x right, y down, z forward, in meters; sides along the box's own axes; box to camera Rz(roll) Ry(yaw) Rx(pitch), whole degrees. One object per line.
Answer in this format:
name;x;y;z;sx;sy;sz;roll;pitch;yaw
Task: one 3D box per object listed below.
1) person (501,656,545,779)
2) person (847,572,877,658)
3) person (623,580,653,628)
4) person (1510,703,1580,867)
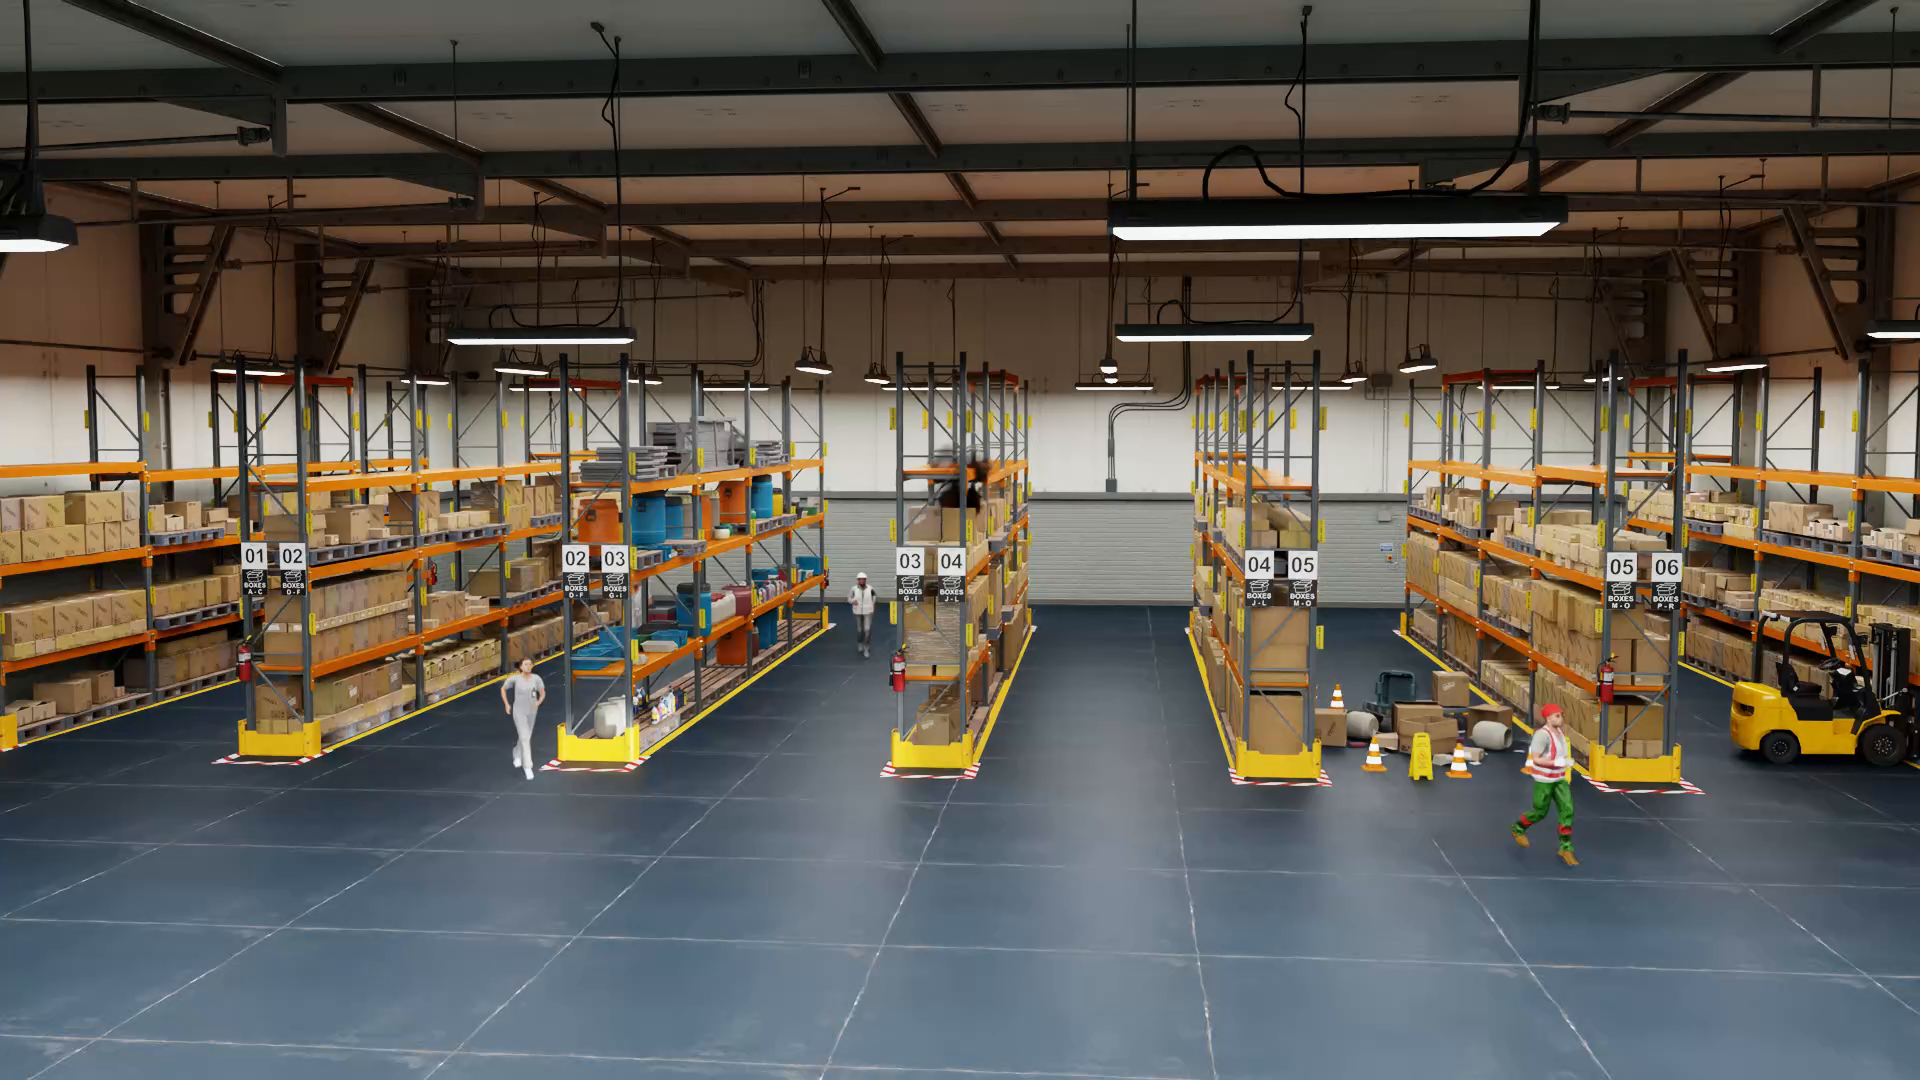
person;-6.187;2.485;23.655;0.581;1.683;0.921;-3;5;-35
person;-2.096;1.578;35.619;0.610;1.805;0.889;0;4;2
person;-6.824;1.611;35.179;0.685;1.775;1.044;1;4;7
person;6.701;2.773;19.028;0.690;1.849;0.912;-3;5;-37
